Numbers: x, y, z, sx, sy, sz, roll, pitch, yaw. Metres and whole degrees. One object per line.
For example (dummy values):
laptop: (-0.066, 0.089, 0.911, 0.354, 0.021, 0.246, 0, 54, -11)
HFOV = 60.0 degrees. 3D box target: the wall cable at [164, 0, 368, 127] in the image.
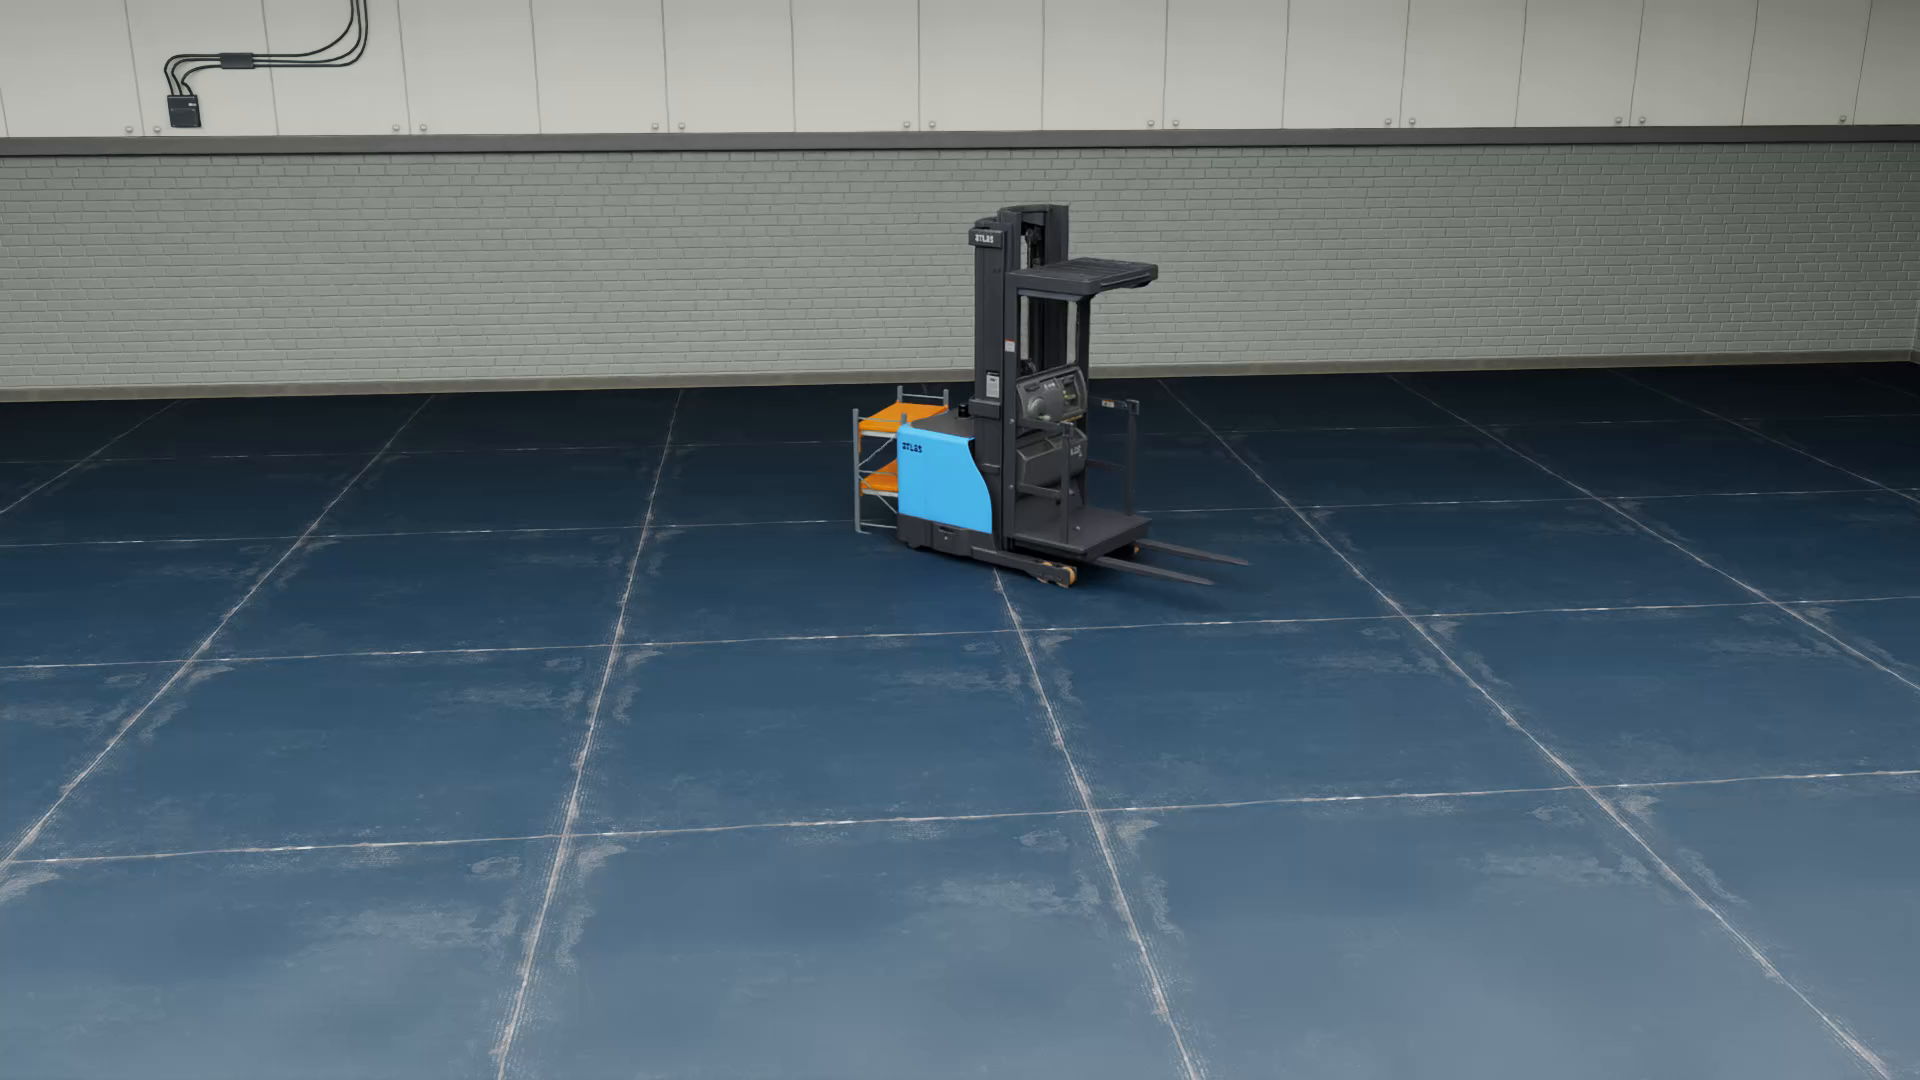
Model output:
wall cable: (-7.940, -7.665, 18.390, 2.305, 6.003, 0.169, -2, 18, -6)

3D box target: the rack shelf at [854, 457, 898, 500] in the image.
rack shelf: (-0.521, -0.497, 15.199, 0.538, 0.278, 1.000, 6, 19, 19)

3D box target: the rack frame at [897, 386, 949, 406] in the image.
rack frame: (-0.343, -0.873, 15.580, 0.500, 1.125, 0.032, 6, 19, 19)

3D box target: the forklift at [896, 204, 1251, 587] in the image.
forklift: (0.928, -1.196, 13.594, 3.031, 2.935, 1.130, 13, 22, 35)

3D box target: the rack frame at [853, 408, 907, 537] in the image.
rack frame: (-0.698, -0.588, 14.671, 0.500, 1.125, 0.032, 6, 19, 19)

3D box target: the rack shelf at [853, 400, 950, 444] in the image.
rack shelf: (-0.521, -1.010, 15.038, 0.538, 0.278, 1.000, 6, 19, 19)

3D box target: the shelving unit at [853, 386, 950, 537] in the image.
shelving unit: (-0.521, -0.730, 15.126, 0.538, 1.125, 1.048, 6, 19, 19)
